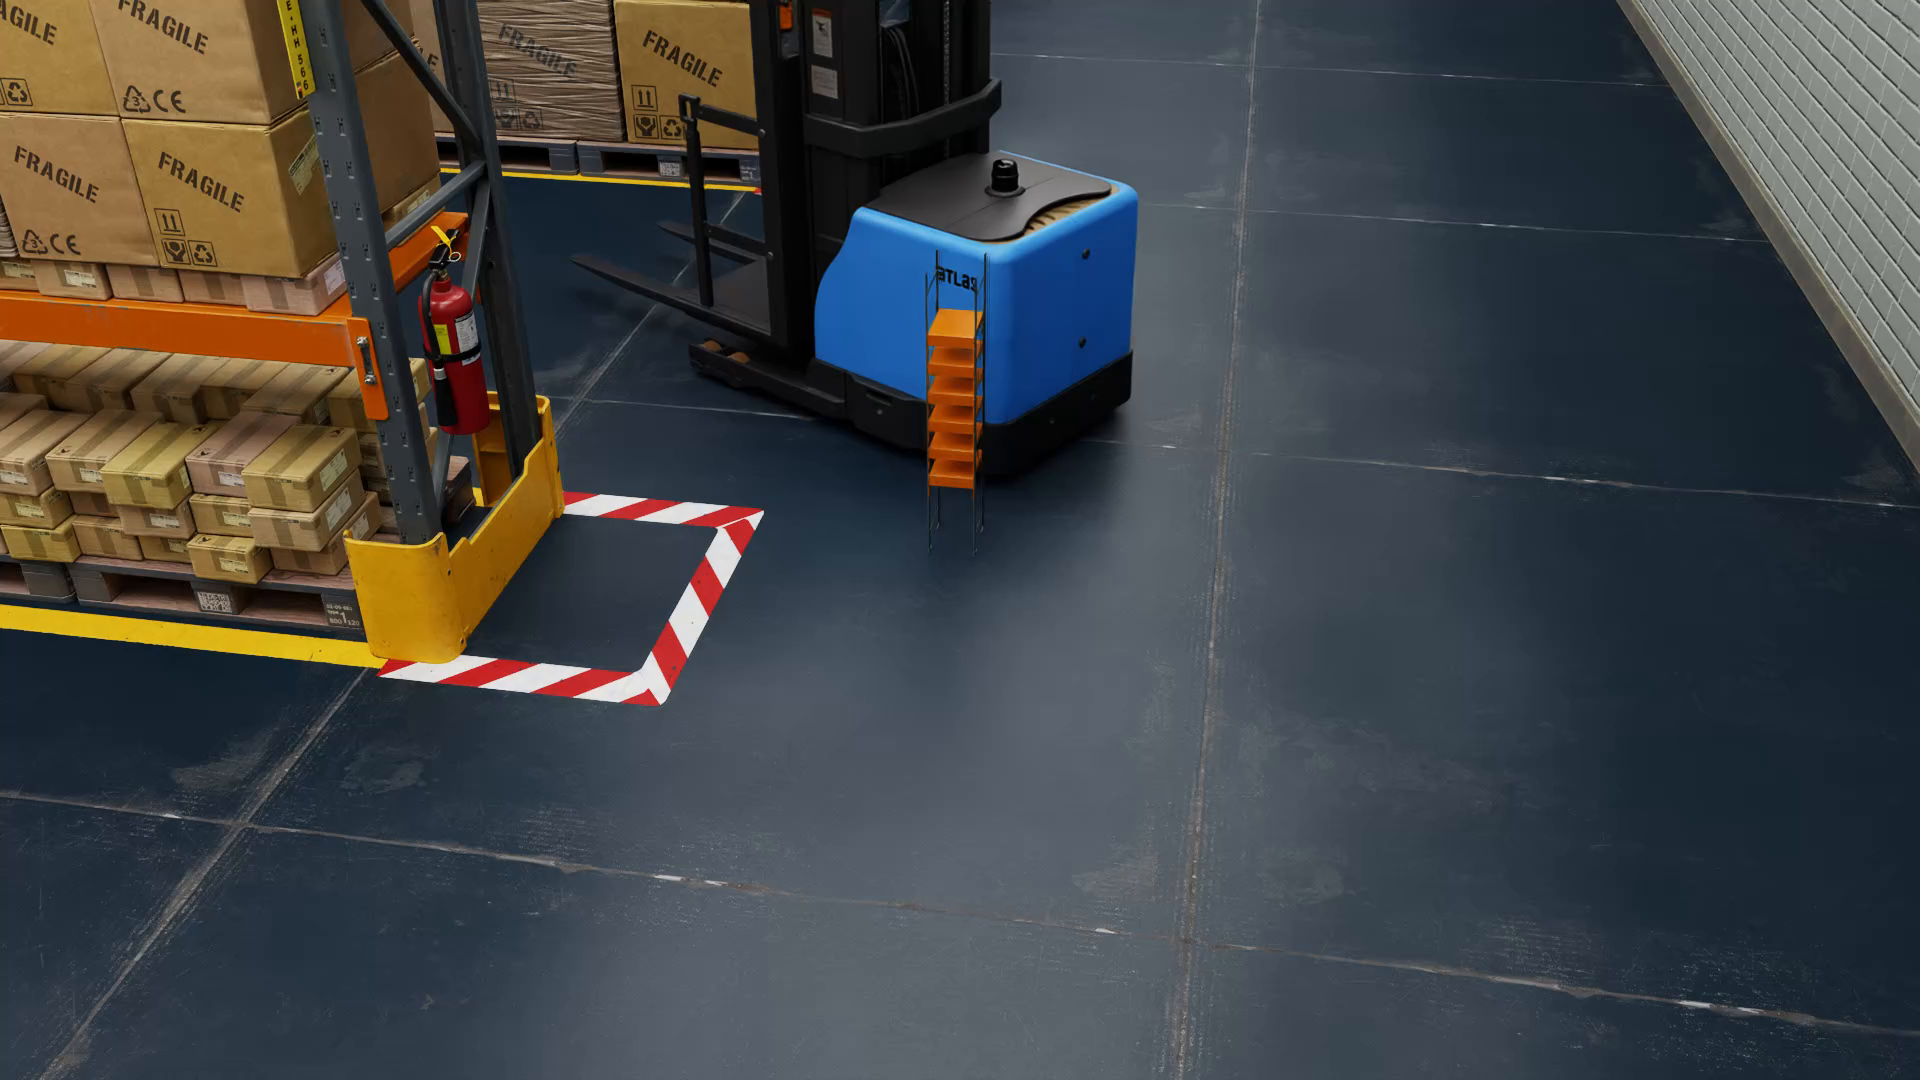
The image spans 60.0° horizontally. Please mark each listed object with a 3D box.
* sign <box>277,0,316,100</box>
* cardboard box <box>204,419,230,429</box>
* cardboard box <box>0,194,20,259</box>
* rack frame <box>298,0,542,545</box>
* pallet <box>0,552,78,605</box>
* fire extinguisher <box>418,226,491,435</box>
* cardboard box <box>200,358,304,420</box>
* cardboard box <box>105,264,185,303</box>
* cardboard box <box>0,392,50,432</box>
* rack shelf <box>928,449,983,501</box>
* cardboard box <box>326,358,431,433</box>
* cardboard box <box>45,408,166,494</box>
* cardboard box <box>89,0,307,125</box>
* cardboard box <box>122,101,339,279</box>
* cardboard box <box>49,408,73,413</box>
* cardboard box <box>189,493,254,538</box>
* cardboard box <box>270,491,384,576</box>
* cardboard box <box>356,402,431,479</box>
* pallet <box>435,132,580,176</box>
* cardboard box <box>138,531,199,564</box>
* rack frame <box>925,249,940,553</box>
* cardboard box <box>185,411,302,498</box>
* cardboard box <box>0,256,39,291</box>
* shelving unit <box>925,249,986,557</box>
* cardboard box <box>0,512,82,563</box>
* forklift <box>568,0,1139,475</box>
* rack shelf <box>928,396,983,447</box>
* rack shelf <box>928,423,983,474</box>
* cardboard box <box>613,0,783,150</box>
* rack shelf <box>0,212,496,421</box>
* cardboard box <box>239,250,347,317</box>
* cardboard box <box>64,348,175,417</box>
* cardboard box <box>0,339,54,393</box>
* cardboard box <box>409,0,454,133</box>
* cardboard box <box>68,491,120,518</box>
[{"bbox_3d":[-1.949,-1.467,4.877,0.005,0.325,0.100,5,32,8],"label":"sign"},{"bbox_3d":[-2.825,-0.437,6.631,0.250,0.149,0.380,6,32,9],"label":"cardboard box"},{"bbox_3d":[-3.330,-1.293,5.614,0.500,0.500,0.500,5,32,8],"label":"cardboard box"},{"bbox_3d":[-1.835,-1.130,5.729,0.127,3.000,1.000,5,32,8],"label":"rack frame"},{"bbox_3d":[-3.904,-0.156,6.801,1.213,0.211,1.003,5,32,8],"label":"pallet"},{"bbox_3d":[-1.665,-0.676,5.426,0.183,0.674,0.296,5,32,8],"label":"fire extinguisher"},{"bbox_3d":[-2.814,-0.628,6.656,0.250,0.149,0.380,5,32,8],"label":"cardboard box"},{"bbox_3d":[-2.693,-0.961,5.696,0.250,0.149,0.380,5,32,8],"label":"cardboard box"},{"bbox_3d":[-3.675,-0.409,6.306,0.250,0.149,0.380,4,32,7],"label":"cardboard box"},{"bbox_3d":[-0.014,-0.269,6.585,0.180,0.103,0.258,5,32,8],"label":"rack shelf"},{"bbox_3d":[-2.295,-0.576,6.574,0.250,0.149,0.380,4,32,6],"label":"cardboard box"},{"bbox_3d":[-3.159,-0.332,6.184,0.250,0.149,0.380,4,32,6],"label":"cardboard box"},{"bbox_3d":[-2.328,-1.633,5.215,0.500,0.500,0.500,5,32,7],"label":"cardboard box"},{"bbox_3d":[-2.322,-1.204,5.472,0.500,0.500,0.500,6,33,9],"label":"cardboard box"},{"bbox_3d":[-3.612,-0.493,6.721,0.250,0.149,0.380,7,33,11],"label":"cardboard box"},{"bbox_3d":[-2.652,-0.175,6.214,0.250,0.149,0.380,4,32,7],"label":"cardboard box"},{"bbox_3d":[-2.389,-0.038,6.274,0.250,0.149,0.380,6,32,9],"label":"cardboard box"},{"bbox_3d":[-2.309,-0.407,6.584,0.250,0.149,0.380,6,33,10],"label":"cardboard box"},{"bbox_3d":[-2.902,-2.674,10.823,1.213,0.211,1.003,5,32,8],"label":"pallet"},{"bbox_3d":[-2.906,-0.076,6.336,0.250,0.149,0.380,5,32,8],"label":"cardboard box"},{"bbox_3d":[-0.104,-0.518,6.447,0.006,1.200,0.240,5,32,8],"label":"rack frame"},{"bbox_3d":[-2.638,-0.319,6.163,0.250,0.149,0.380,6,33,9],"label":"cardboard box"},{"bbox_3d":[-3.203,-1.011,5.775,0.250,0.149,0.380,4,32,6],"label":"cardboard box"},{"bbox_3d":[-0.014,-0.510,6.434,0.189,1.200,0.258,5,32,8],"label":"shelving unit"},{"bbox_3d":[-3.413,-0.082,6.344,0.250,0.149,0.380,4,32,6],"label":"cardboard box"},{"bbox_3d":[-0.671,-2.157,7.434,3.031,2.935,1.130,24,39,33],"label":"forklift"},{"bbox_3d":[-0.014,-0.472,6.457,0.180,0.103,0.258,5,32,8],"label":"rack shelf"},{"bbox_3d":[-0.014,-0.370,6.521,0.180,0.103,0.258,5,32,8],"label":"rack shelf"},{"bbox_3d":[-1.546,-3.008,10.335,0.875,0.875,0.875,5,32,8],"label":"cardboard box"},{"bbox_3d":[-3.807,-1.004,6.205,4.000,0.370,1.077,5,32,8],"label":"rack shelf"},{"bbox_3d":[-2.204,-0.905,5.606,0.250,0.149,0.380,5,32,8],"label":"cardboard box"},{"bbox_3d":[-3.344,-0.636,6.670,0.250,0.149,0.380,6,33,10],"label":"cardboard box"},{"bbox_3d":[-3.859,-0.656,6.701,0.250,0.149,0.380,5,32,8],"label":"cardboard box"},{"bbox_3d":[-3.320,-3.169,10.592,0.875,0.875,0.875,5,32,8],"label":"cardboard box"},{"bbox_3d":[-3.164,-0.247,6.328,0.250,0.149,0.380,5,32,8],"label":"cardboard box"}]
